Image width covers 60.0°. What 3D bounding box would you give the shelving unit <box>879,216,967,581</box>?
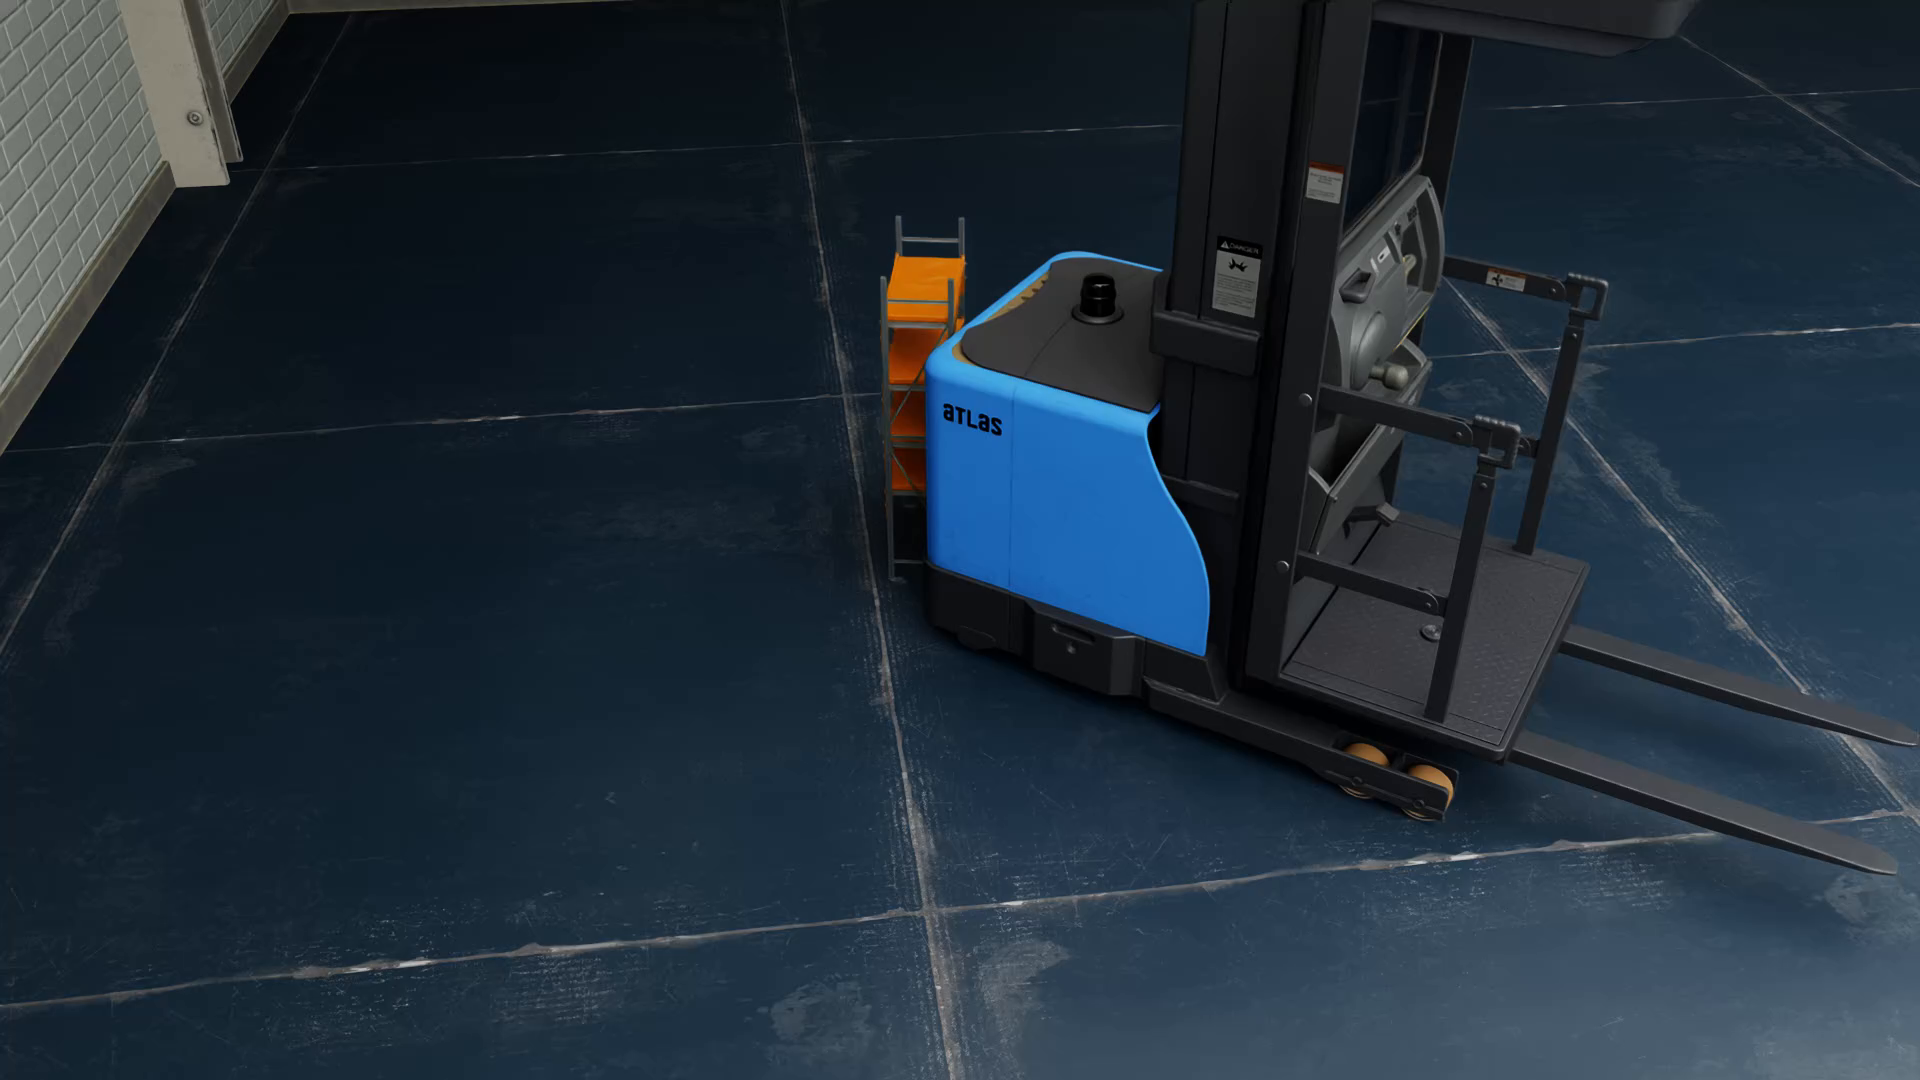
[{"bbox_3d":[-0.121,-0.484,5.895,0.258,1.200,0.503,2,34,3],"label":"shelving unit"}]

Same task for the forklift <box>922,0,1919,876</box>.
[{"bbox_3d":[1.406,-0.710,4.688,3.031,2.935,1.130,18,38,25],"label":"forklift"}]

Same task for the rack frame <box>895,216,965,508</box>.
[{"bbox_3d":[-0.104,-0.621,6.096,0.240,1.200,0.015,2,34,3],"label":"rack frame"}]

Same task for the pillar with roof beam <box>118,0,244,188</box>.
[{"bbox_3d":[0.079,-6.088,7.193,9.100,9.000,0.400,-4,35,-6],"label":"pillar with roof beam"}]

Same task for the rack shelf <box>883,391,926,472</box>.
[{"bbox_3d":[-0.121,-0.428,5.933,0.258,0.148,0.480,2,34,3],"label":"rack shelf"}]

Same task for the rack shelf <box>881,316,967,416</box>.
[{"bbox_3d":[-0.121,-0.613,5.807,0.258,0.148,0.480,2,34,3],"label":"rack shelf"}]

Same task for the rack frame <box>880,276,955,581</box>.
[{"bbox_3d":[-0.138,-0.347,5.694,0.240,1.200,0.015,2,34,3],"label":"rack frame"}]

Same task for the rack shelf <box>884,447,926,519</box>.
[{"bbox_3d":[-0.121,-0.264,6.044,0.258,0.148,0.480,2,34,3],"label":"rack shelf"}]

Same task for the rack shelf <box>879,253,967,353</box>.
[{"bbox_3d":[-0.121,-0.809,5.673,0.258,0.148,0.480,2,34,3],"label":"rack shelf"}]
